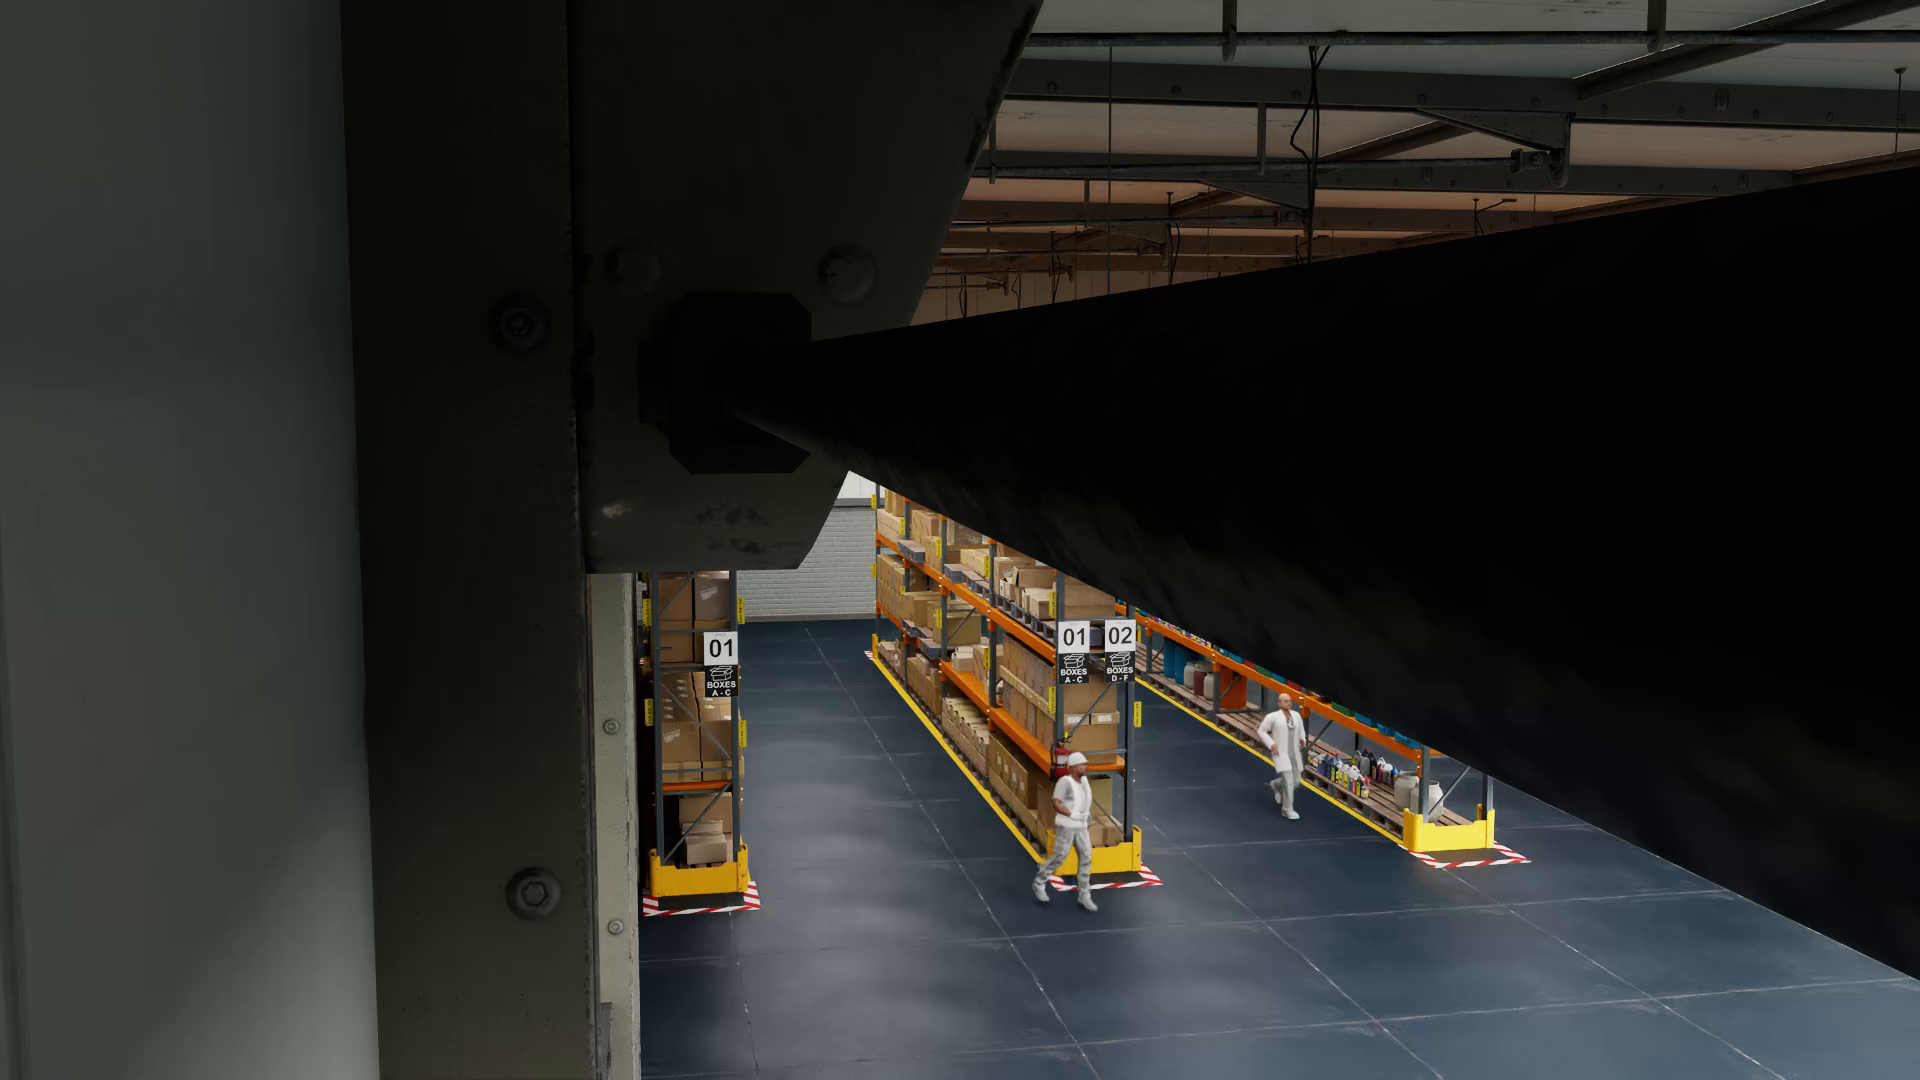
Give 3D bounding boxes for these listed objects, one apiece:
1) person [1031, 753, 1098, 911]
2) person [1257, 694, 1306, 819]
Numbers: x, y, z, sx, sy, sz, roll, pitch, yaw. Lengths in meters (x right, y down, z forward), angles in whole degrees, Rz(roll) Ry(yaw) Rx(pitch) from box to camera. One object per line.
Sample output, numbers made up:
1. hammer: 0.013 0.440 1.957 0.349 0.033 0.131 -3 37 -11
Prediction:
1. person: 1.357 3.412 19.718 0.864 1.792 0.746 5 7 38
2. person: 4.593 3.043 23.616 0.716 1.736 0.832 -2 6 -22
